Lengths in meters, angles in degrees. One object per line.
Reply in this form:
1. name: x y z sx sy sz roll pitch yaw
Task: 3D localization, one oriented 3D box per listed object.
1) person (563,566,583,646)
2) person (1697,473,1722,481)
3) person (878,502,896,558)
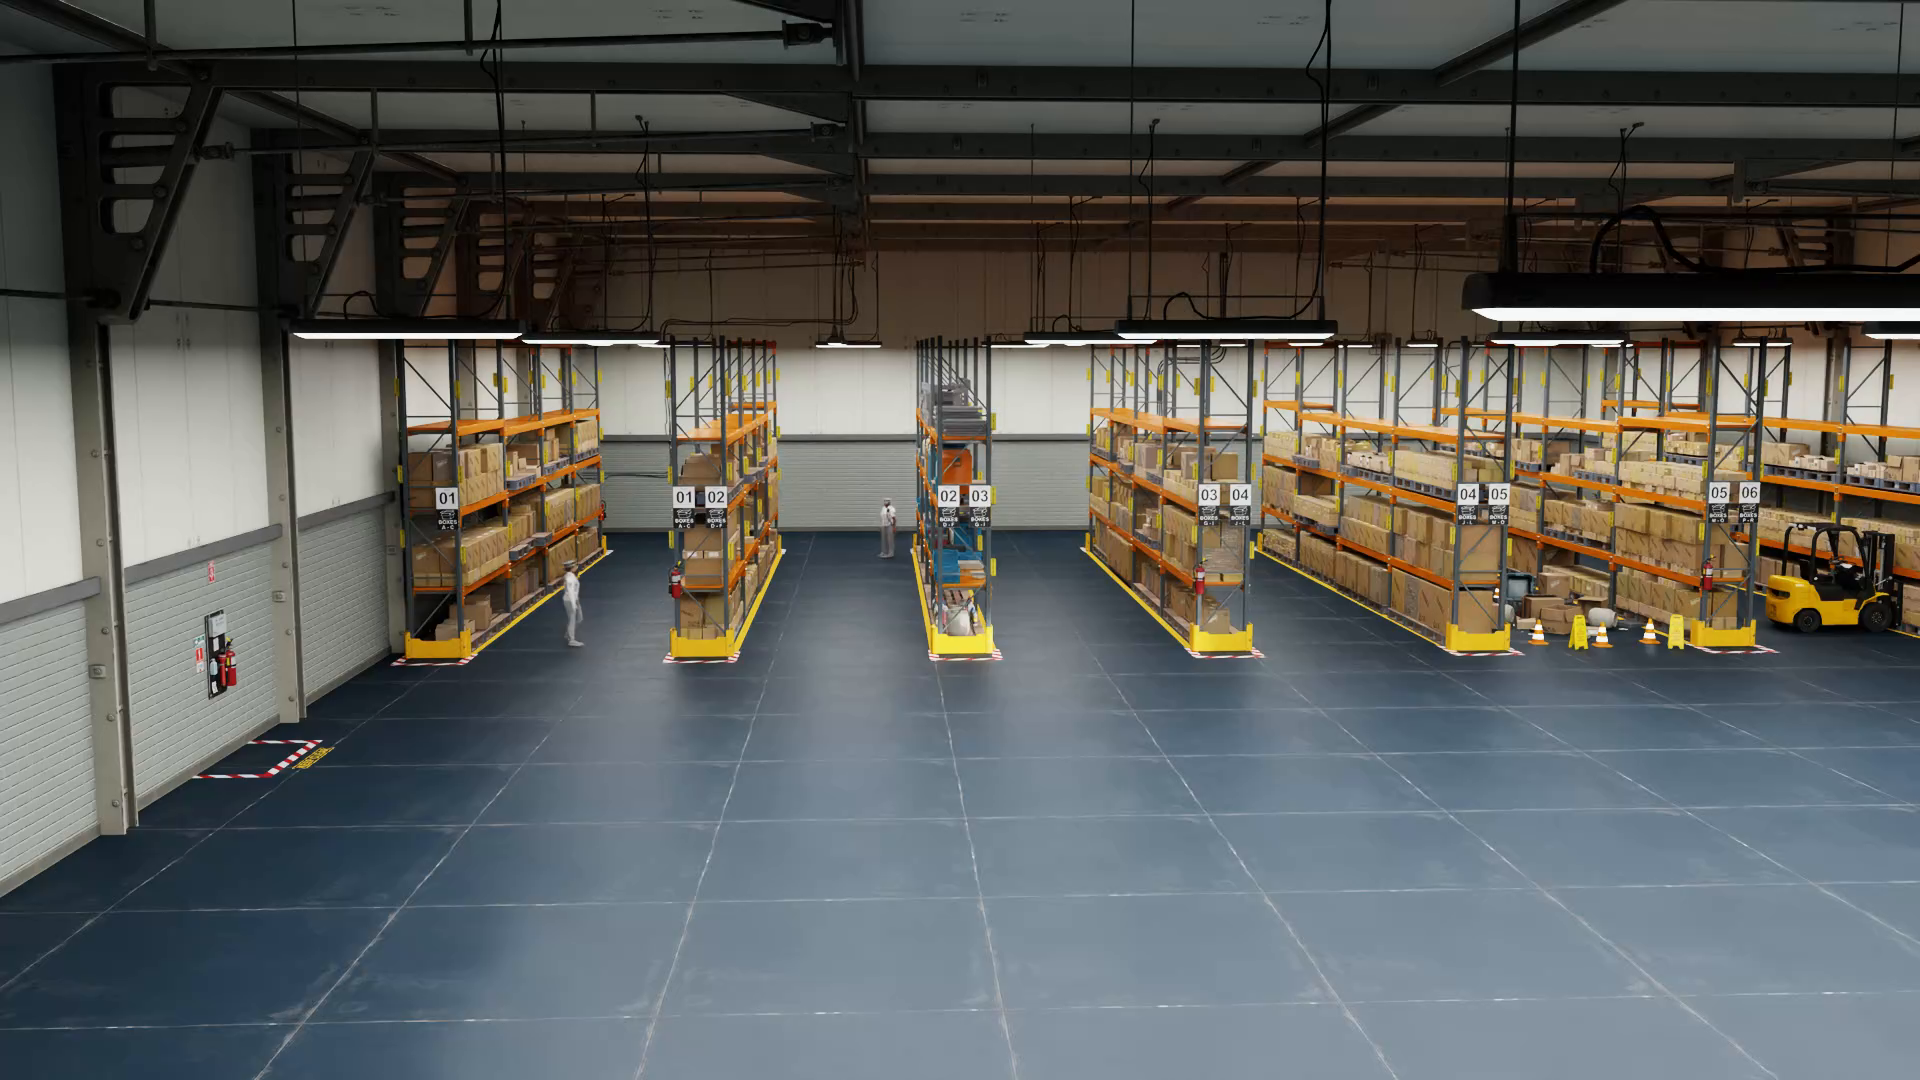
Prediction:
1. person: -7.560 1.232 32.425 0.400 1.661 0.522 0 6 -1
2. person: 15.634 0.093 34.699 4.603 3.292 2.622 -5 8 -36
3. person: -2.029 -0.342 46.199 0.548 1.653 0.390 6 9 42
